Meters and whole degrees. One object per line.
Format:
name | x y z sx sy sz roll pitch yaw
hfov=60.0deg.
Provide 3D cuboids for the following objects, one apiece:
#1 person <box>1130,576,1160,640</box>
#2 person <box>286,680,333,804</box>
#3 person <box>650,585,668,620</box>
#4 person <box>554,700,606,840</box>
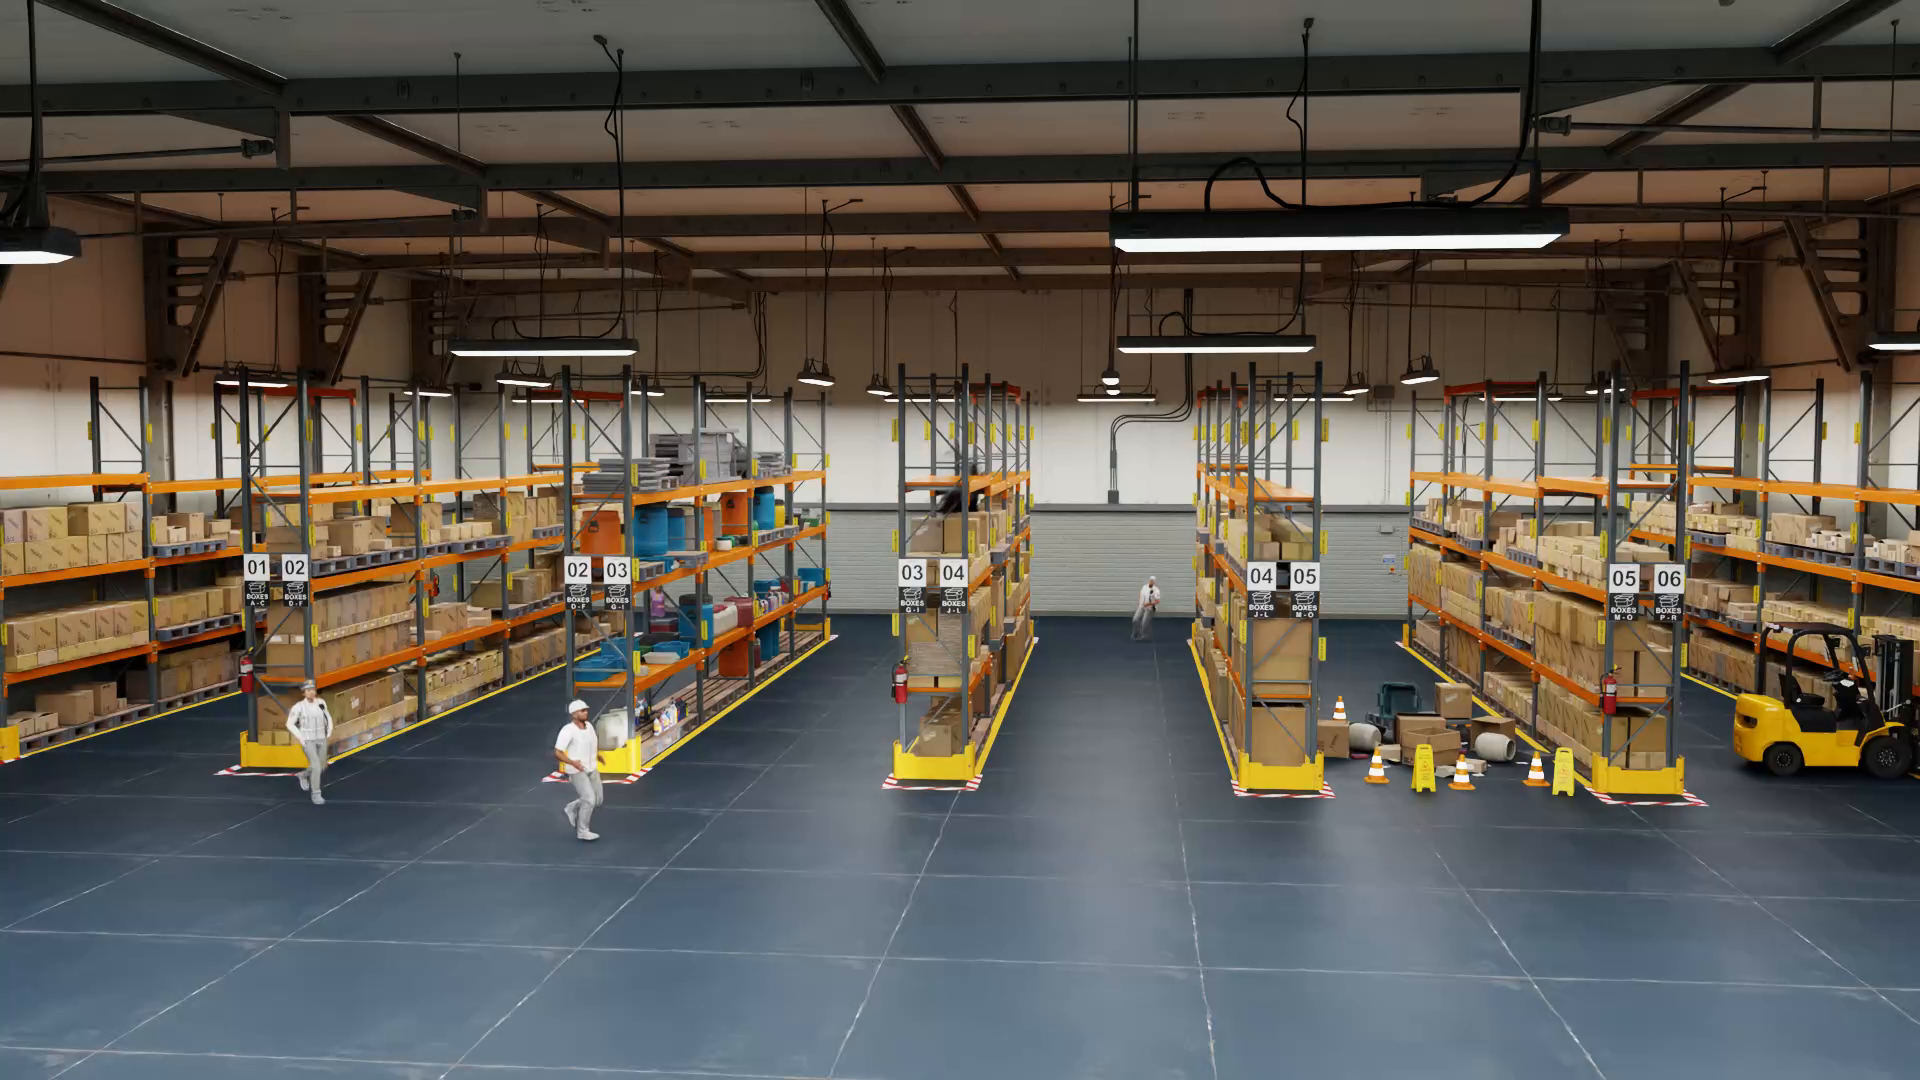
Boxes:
person | 4.437 1.644 39.991 0.799 1.586 0.604 3 4 34
person | -8.843 2.729 22.650 0.646 1.678 0.614 3 5 42
person | -6.944 1.762 38.115 0.508 1.573 0.657 -1 4 -9
person | -4.696 2.826 20.507 0.609 1.717 0.697 2 4 27
